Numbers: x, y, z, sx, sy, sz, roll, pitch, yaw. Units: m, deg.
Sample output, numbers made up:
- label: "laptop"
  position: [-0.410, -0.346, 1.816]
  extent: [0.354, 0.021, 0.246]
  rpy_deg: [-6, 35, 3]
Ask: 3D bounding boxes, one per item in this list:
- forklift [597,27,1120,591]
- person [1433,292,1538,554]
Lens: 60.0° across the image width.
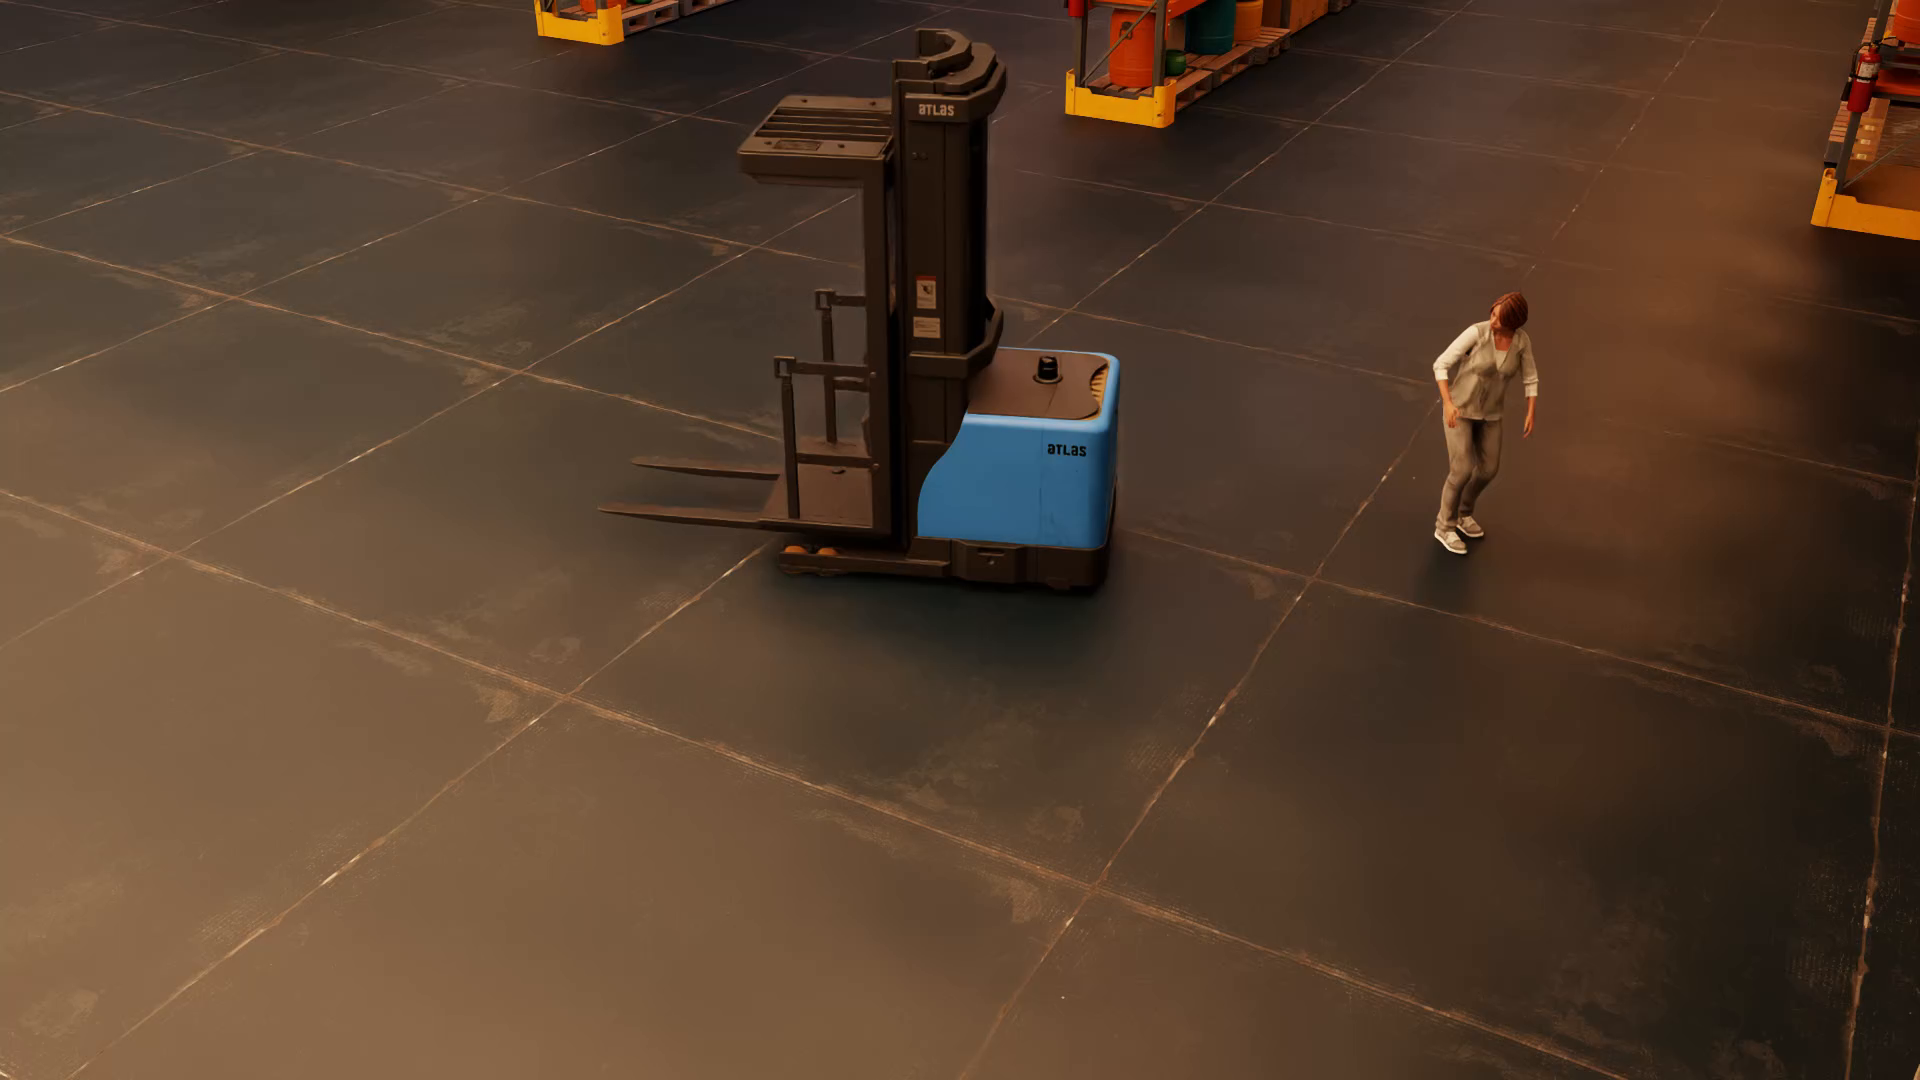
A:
- label: "forklift"
  position: [-0.611, -1.309, 9.339]
  extent: [3.031, 2.935, 1.130]
  rpy_deg: [4, 30, 8]
- label: "person"
  position: [3.055, -0.698, 9.656]
  extent: [0.614, 1.570, 0.444]
  rpy_deg: [-7, 31, -11]
